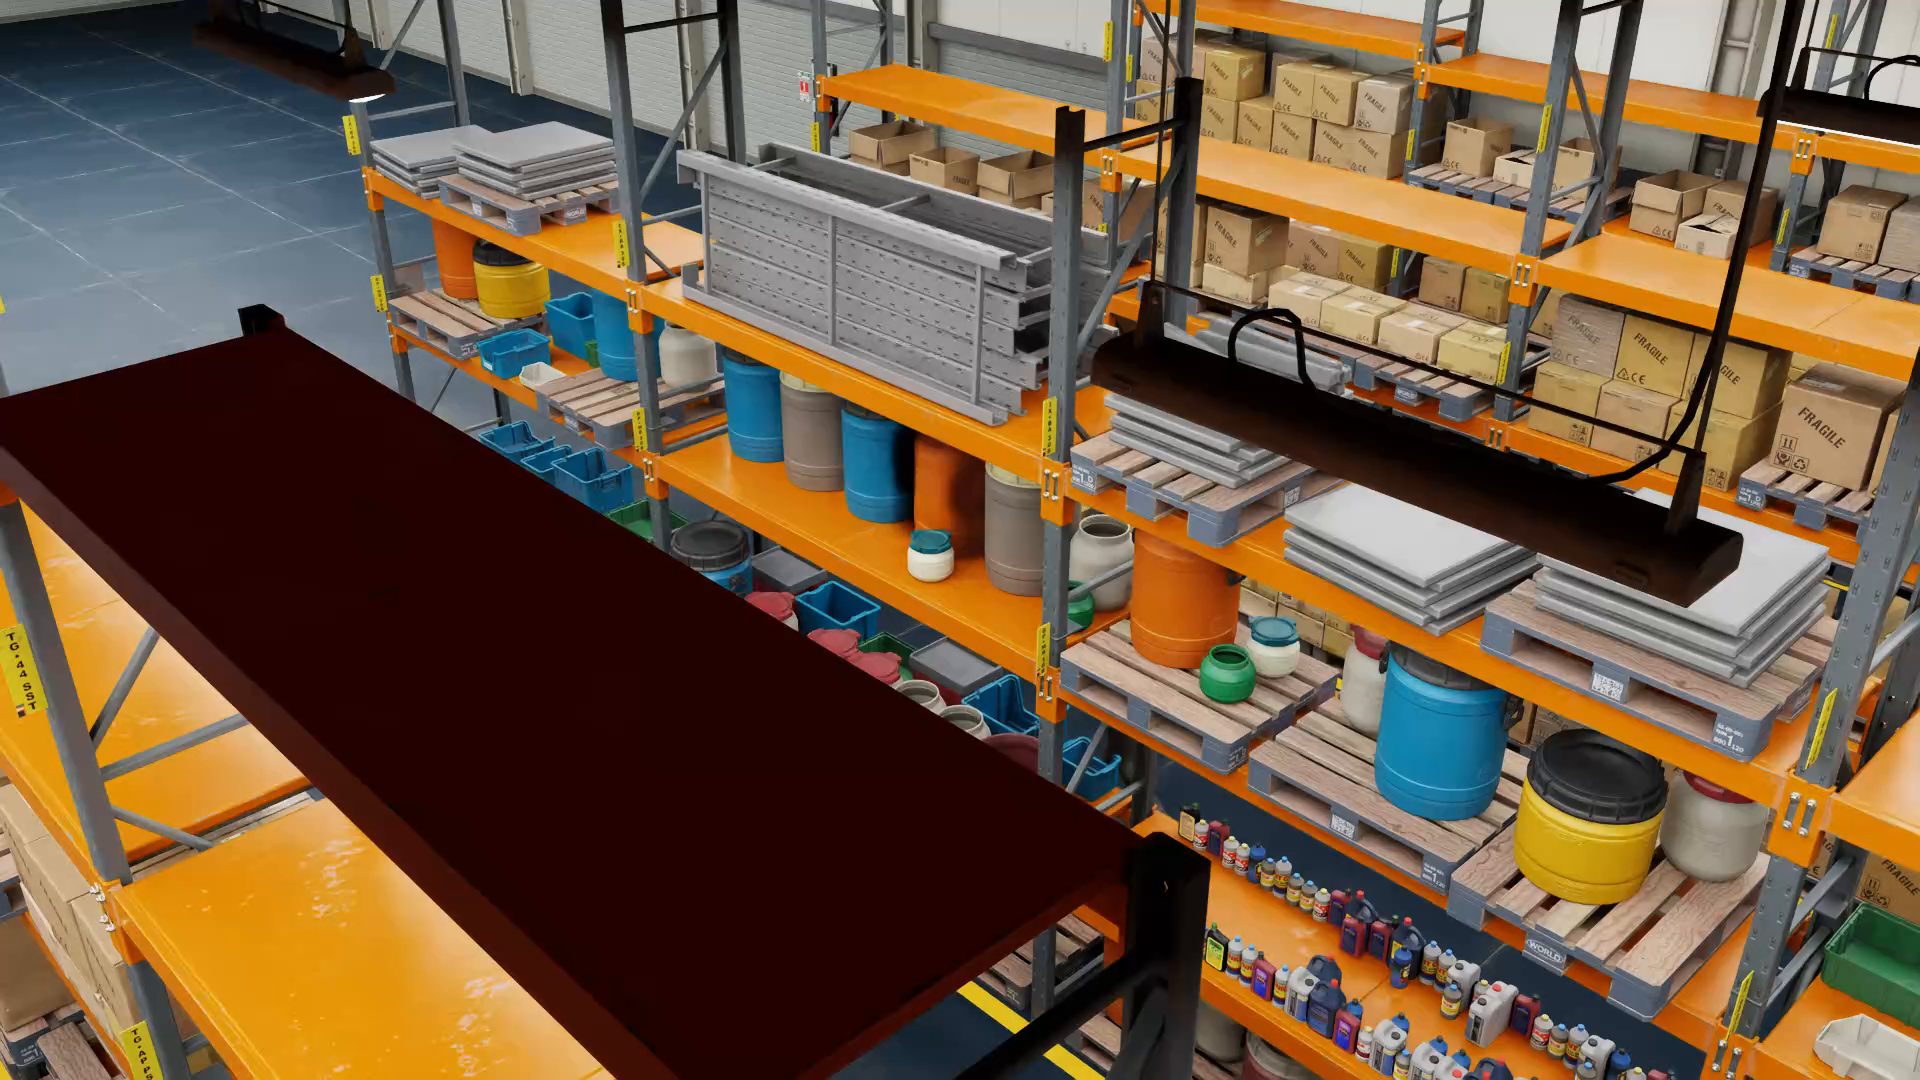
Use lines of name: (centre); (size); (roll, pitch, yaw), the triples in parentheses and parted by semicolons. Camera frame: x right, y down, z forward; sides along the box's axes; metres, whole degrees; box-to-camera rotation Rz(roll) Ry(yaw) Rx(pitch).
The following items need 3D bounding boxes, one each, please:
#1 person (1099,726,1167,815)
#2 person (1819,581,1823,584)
person: (1.278, 1.318, 12.536); (0.628, 1.589, 1.028); (-22, 35, -35)
person: (7.710, -0.114, 15.318); (0.749, 1.705, 0.983); (-24, 36, -37)
